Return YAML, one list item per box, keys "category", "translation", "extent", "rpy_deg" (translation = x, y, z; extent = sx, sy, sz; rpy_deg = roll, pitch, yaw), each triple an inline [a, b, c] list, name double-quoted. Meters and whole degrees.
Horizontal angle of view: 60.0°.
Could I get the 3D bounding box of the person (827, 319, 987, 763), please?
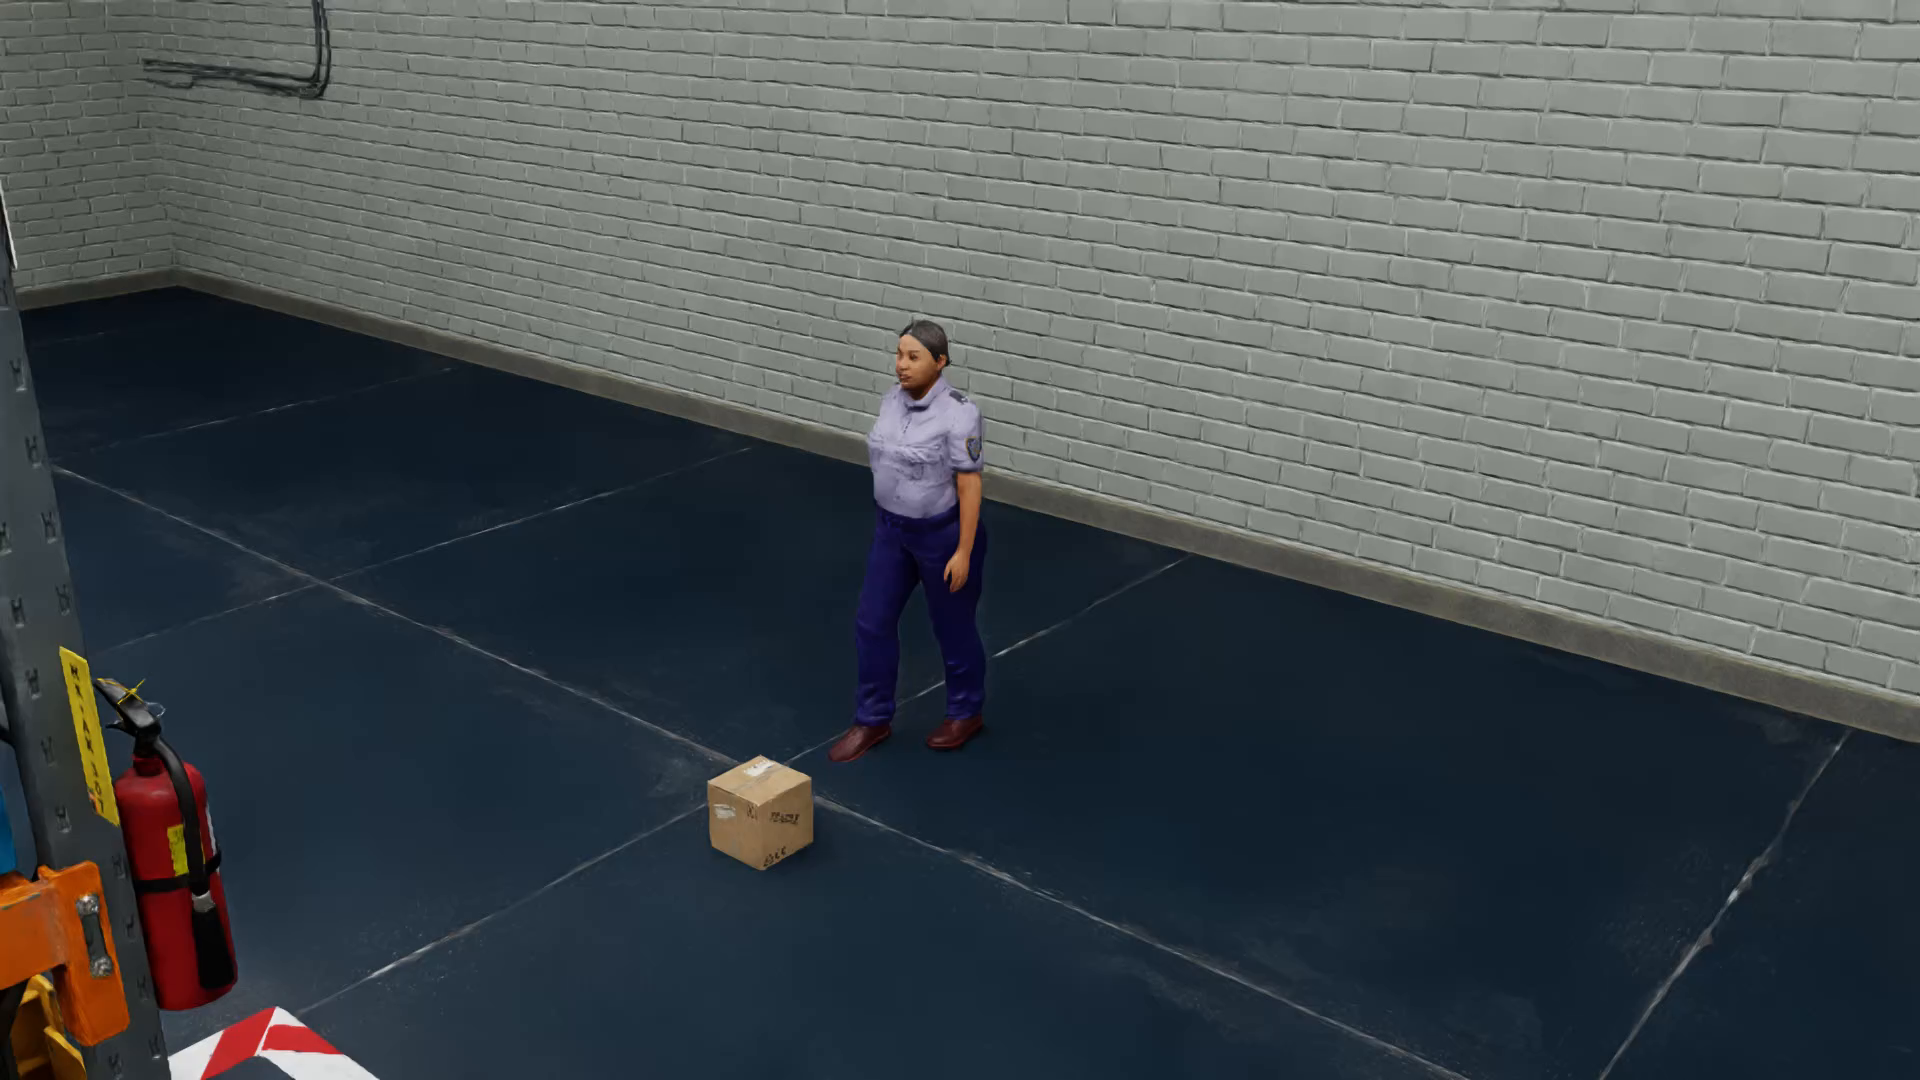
- category: "person"
  translation: [-0.157, 0.027, 6.036]
  extent: [0.496, 1.667, 0.581]
  rpy_deg: [16, 26, 36]
